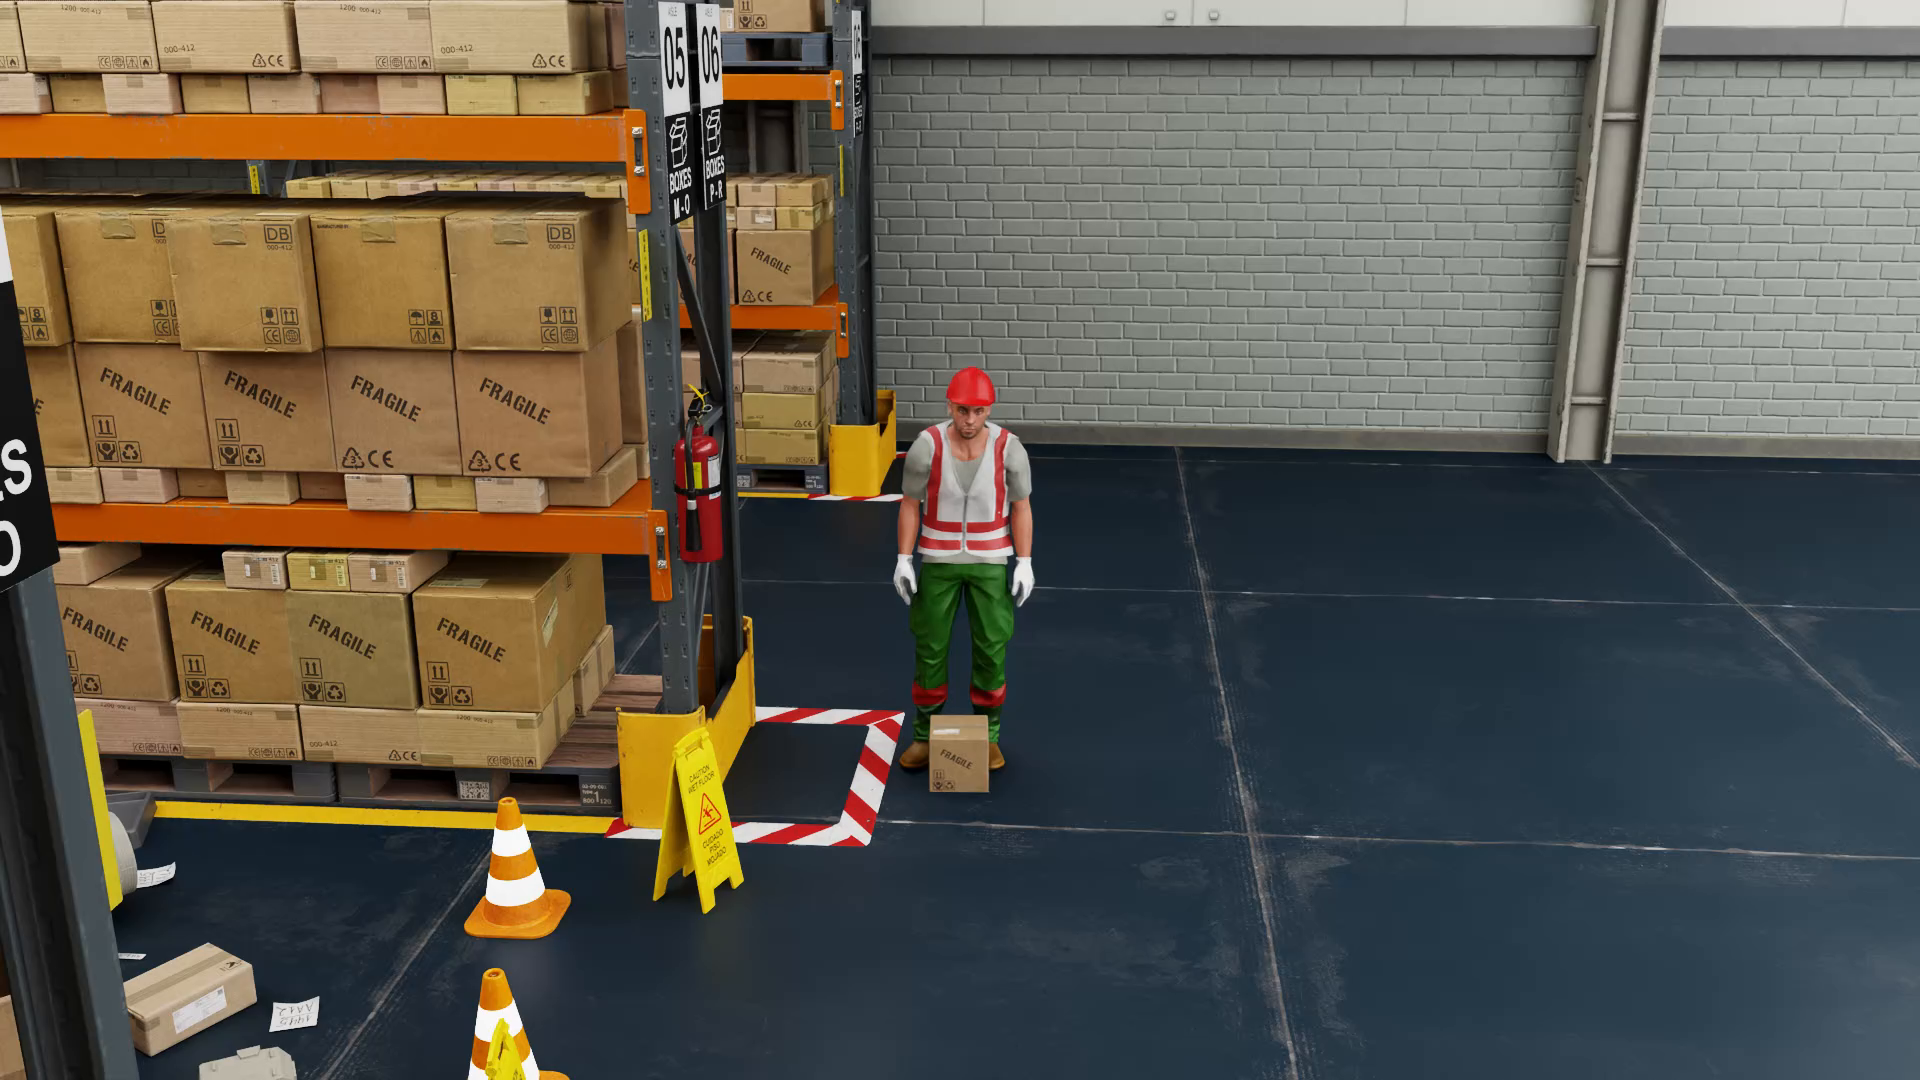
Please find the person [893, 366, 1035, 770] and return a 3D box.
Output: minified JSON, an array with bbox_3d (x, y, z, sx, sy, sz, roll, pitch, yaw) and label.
[{"bbox_3d":[0.018,0.122,7.134,0.609,1.777,0.453,0,17,1],"label":"person"}]
